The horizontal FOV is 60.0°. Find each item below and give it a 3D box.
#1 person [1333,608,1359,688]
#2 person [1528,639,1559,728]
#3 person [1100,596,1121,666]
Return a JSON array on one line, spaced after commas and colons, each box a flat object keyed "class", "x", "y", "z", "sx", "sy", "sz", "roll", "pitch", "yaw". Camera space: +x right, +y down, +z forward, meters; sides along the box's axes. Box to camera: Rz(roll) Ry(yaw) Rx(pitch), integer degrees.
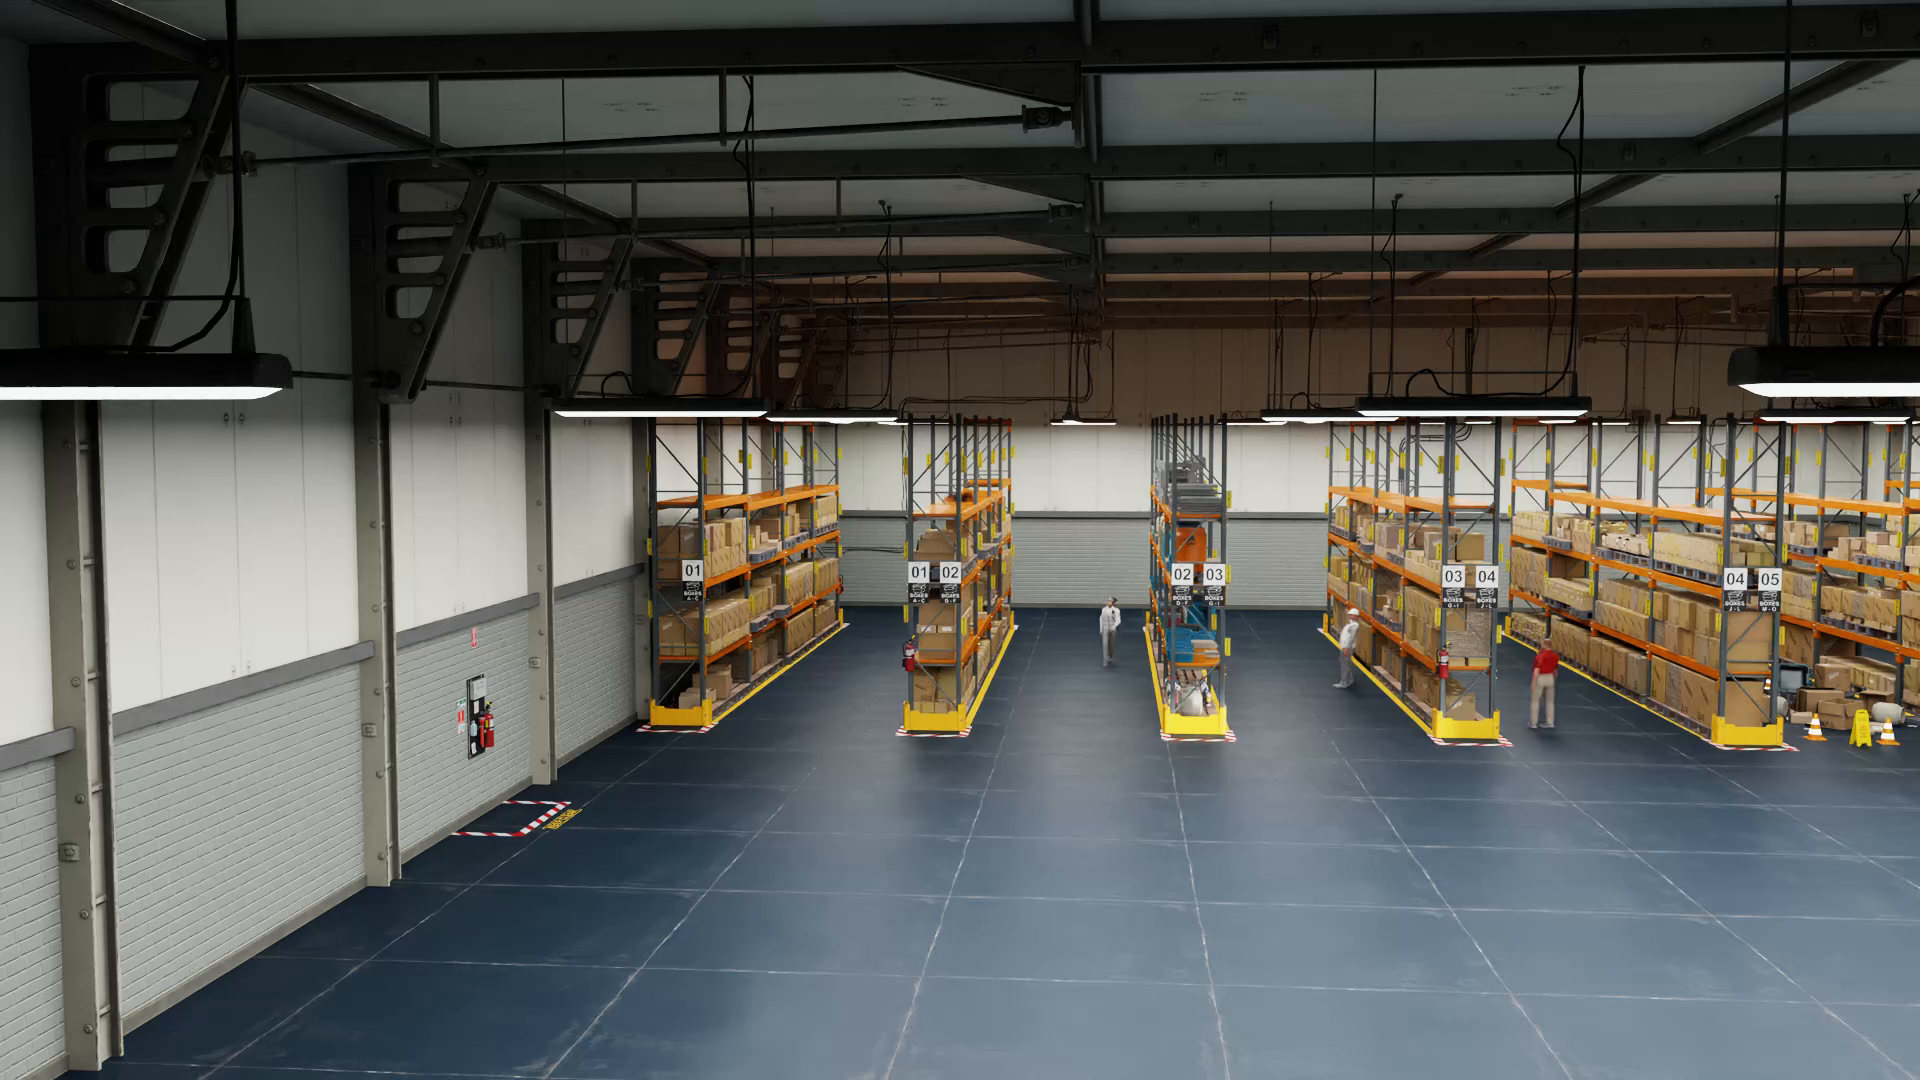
[{"class": "person", "x": 8.499, "y": 2.377, "z": 36.560, "sx": 0.555, "sy": 1.765, "sz": 0.586, "roll": 1, "pitch": 4, "yaw": 17}, {"class": "person", "x": 11.145, "y": 2.736, "z": 31.734, "sx": 0.545, "sy": 1.739, "sz": 0.468, "roll": 0, "pitch": 4, "yaw": -2}, {"class": "person", "x": 3.646, "y": 2.196, "z": 40.413, "sx": 0.509, "sy": 1.700, "sz": 0.908, "roll": 1, "pitch": 4, "yaw": 7}]
